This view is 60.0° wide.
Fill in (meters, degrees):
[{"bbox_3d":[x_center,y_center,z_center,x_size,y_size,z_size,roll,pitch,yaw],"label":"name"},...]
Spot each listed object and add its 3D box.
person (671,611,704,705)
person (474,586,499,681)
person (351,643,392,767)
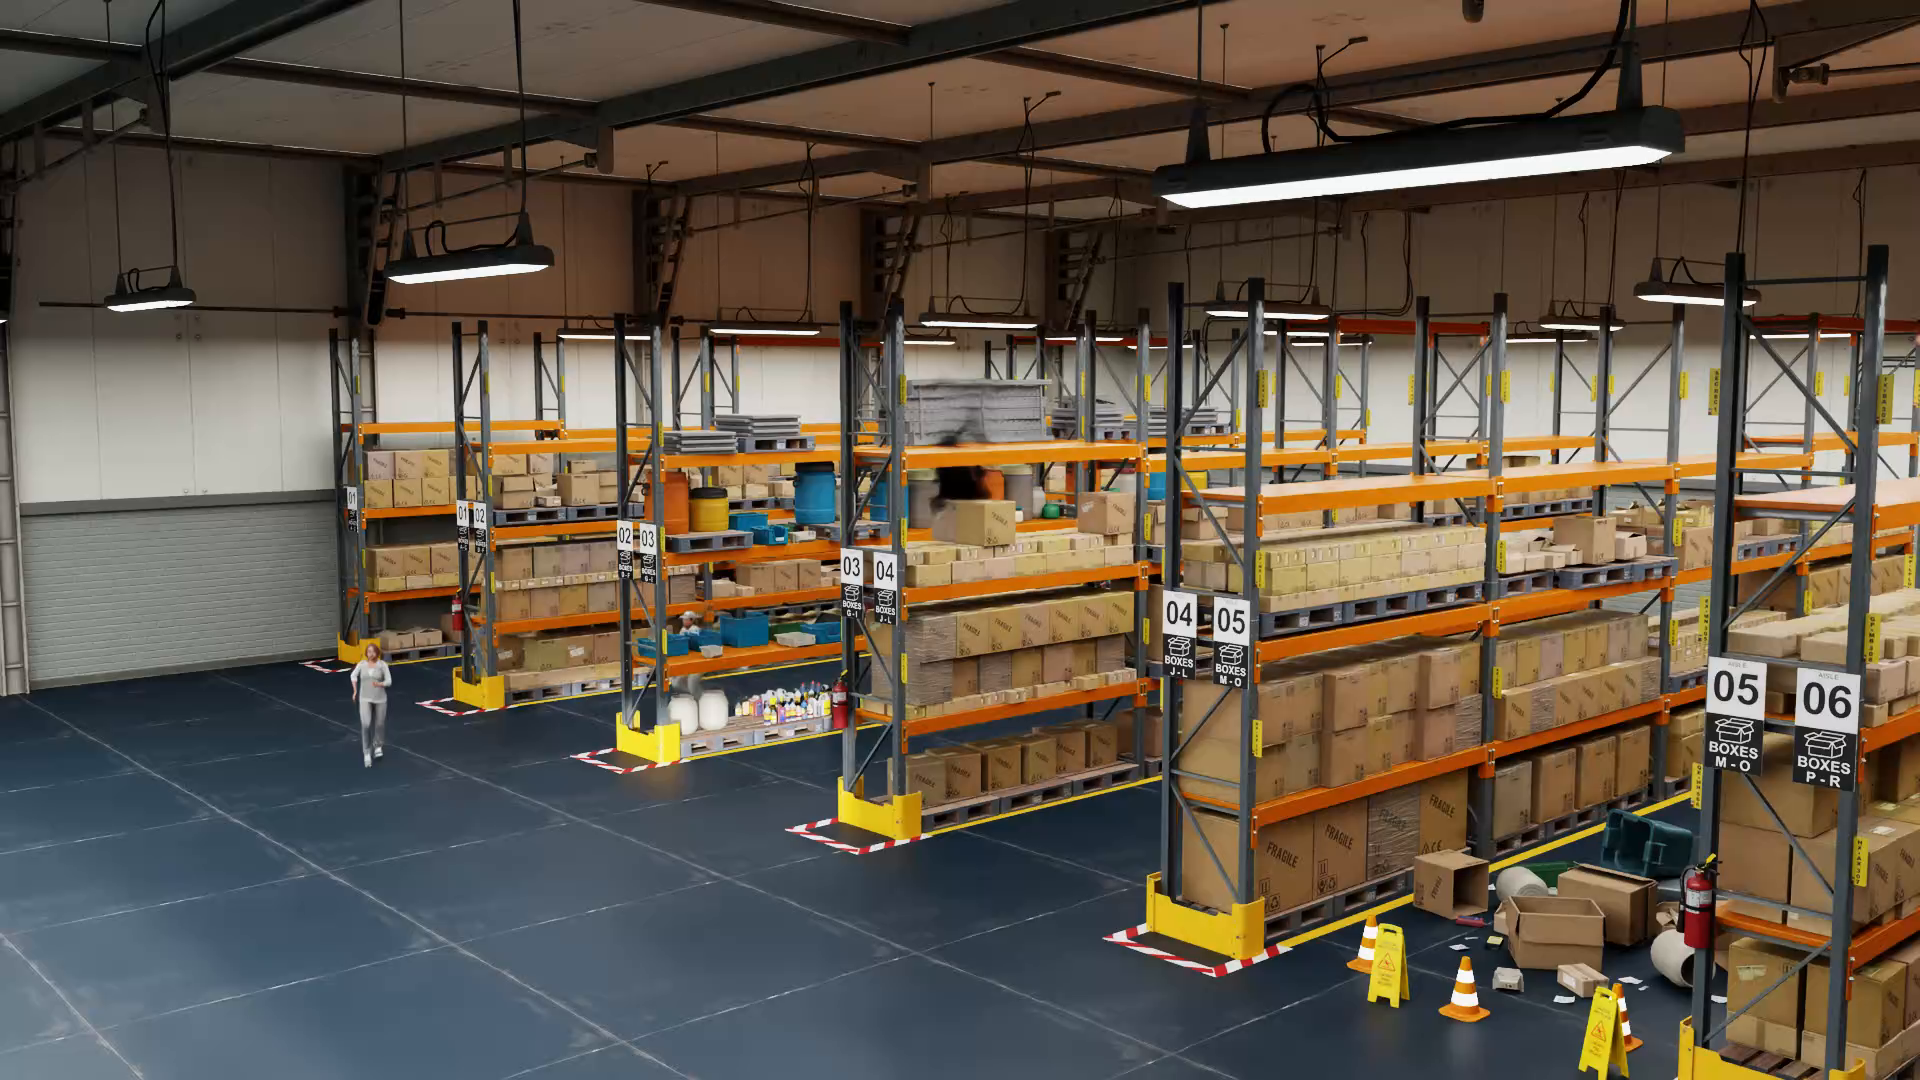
[{"bbox_3d":[-4.121,1.873,25.208,0.592,1.616,0.580,5,7,41],"label":"person"},{"bbox_3d":[-7.950,1.495,28.125,0.723,1.751,0.959,5,8,41],"label":"person"},{"bbox_3d":[-7.827,2.182,22.147,0.505,1.636,0.706,-2,6,-21],"label":"person"}]
